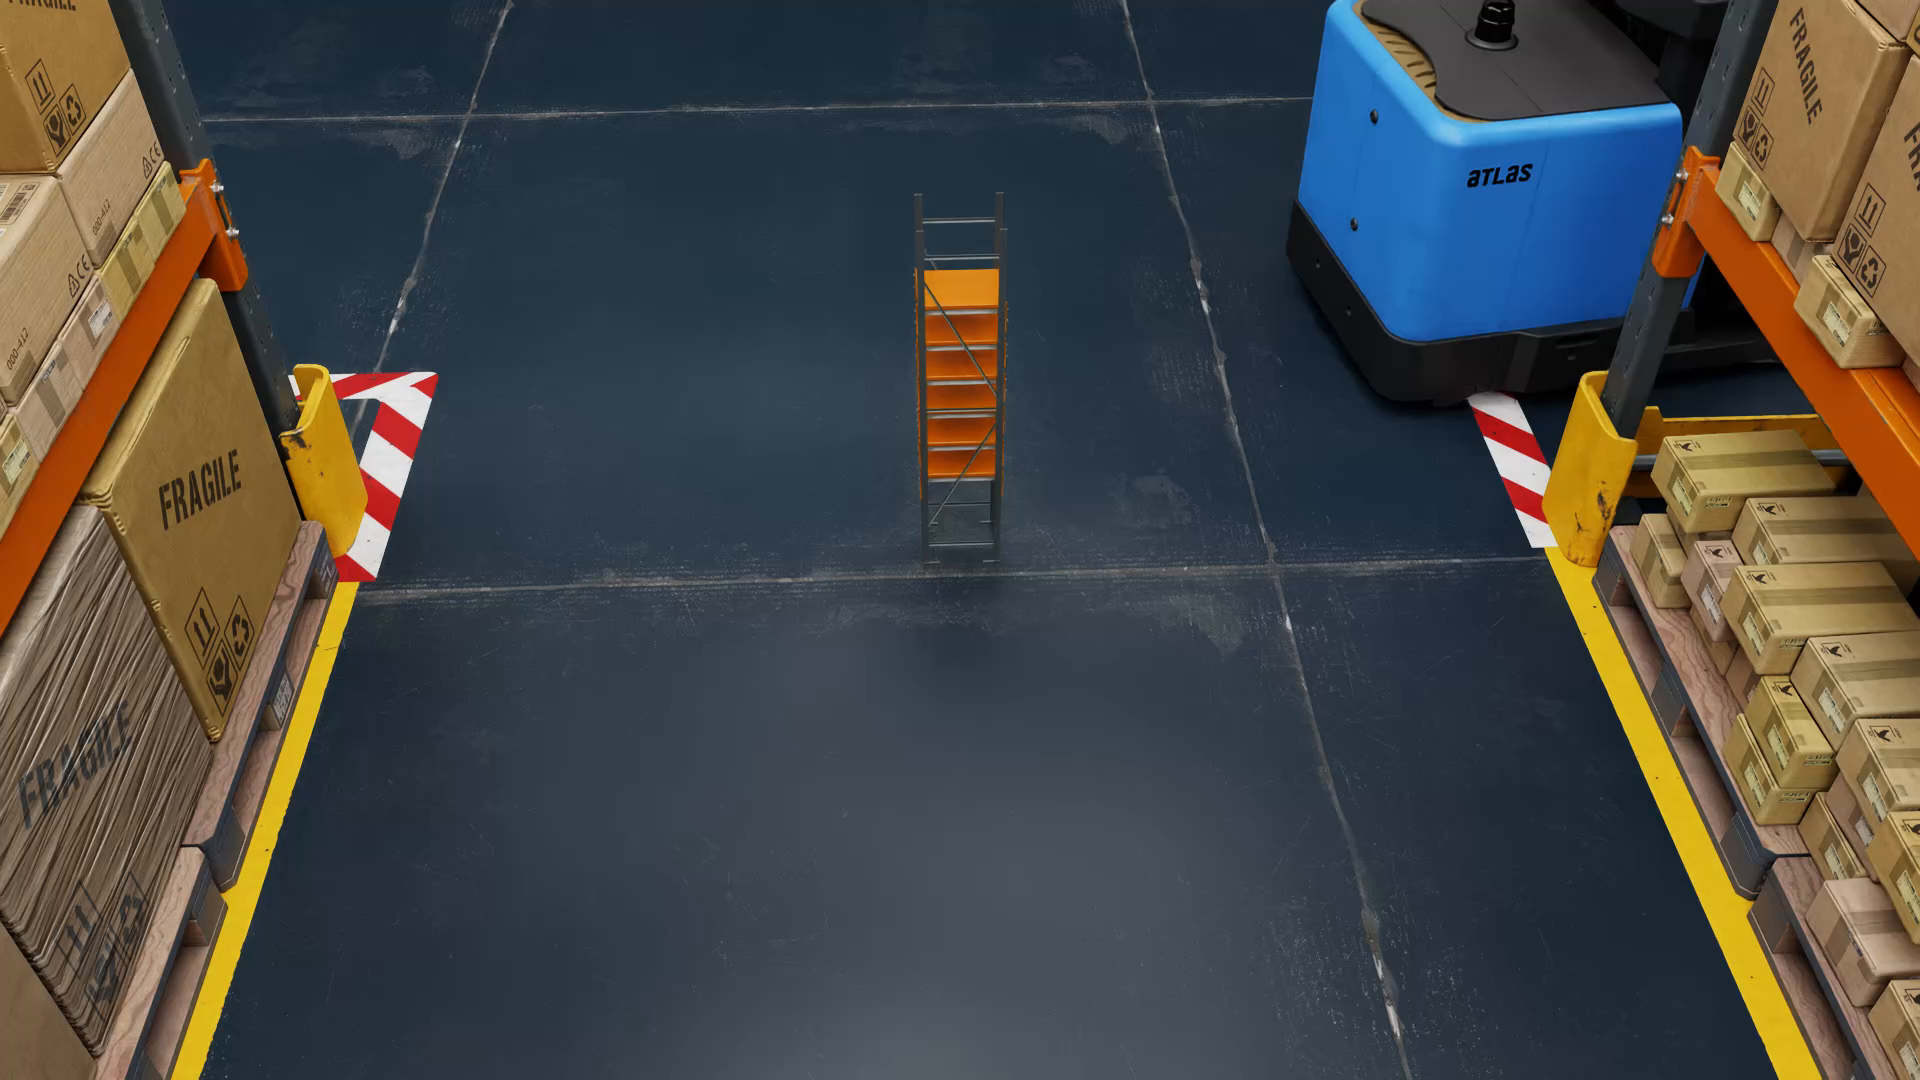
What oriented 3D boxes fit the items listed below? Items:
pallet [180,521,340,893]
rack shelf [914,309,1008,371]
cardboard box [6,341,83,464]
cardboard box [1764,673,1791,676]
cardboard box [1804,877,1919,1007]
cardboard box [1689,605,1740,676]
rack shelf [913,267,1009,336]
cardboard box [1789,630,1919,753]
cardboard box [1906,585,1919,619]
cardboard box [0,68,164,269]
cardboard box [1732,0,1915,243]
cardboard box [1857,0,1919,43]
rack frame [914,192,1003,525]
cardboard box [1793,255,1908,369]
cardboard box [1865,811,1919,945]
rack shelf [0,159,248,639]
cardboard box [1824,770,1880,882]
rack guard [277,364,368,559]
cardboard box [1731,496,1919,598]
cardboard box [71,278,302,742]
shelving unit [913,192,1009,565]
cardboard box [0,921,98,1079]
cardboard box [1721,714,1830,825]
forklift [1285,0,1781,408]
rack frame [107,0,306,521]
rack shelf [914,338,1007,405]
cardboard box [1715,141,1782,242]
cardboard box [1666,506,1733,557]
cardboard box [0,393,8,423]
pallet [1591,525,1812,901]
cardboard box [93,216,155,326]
[{"bbox_3d":[-2.386,0.437,4.617,1.003,0.211,1.213,-2,43,-2],"label":"pallet"},{"bbox_3d":[0.001,-0.577,4.702,0.258,0.103,0.180,-2,43,-2],"label":"rack shelf"},{"bbox_3d":[-2.122,-0.291,3.533,0.380,0.149,0.250,-1,43,-1],"label":"cardboard box"},{"bbox_3d":[2.282,0.294,4.288,0.380,0.149,0.250,-1,43,-1],"label":"cardboard box"},{"bbox_3d":[2.206,0.914,3.832,0.380,0.149,0.250,-4,43,-4],"label":"cardboard box"},{"bbox_3d":[2.257,0.231,4.577,0.380,0.149,0.250,-2,43,-2],"label":"cardboard box"},{"bbox_3d":[0.001,-0.665,4.621,0.258,0.103,0.180,-2,43,-2],"label":"rack shelf"},{"bbox_3d":[2.253,0.359,3.997,0.380,0.149,0.250,-4,43,-4],"label":"cardboard box"},{"bbox_3d":[2.727,0.110,4.489,0.380,0.149,0.250,-3,43,-3],"label":"cardboard box"},{"bbox_3d":[-2.212,-0.863,3.863,0.500,0.250,0.500,-2,43,-2],"label":"cardboard box"},{"bbox_3d":[2.205,-1.038,3.868,0.500,0.500,0.500,0,43,0],"label":"cardboard box"},{"bbox_3d":[2.216,-1.407,3.531,0.500,0.500,0.500,-2,43,-2],"label":"cardboard box"},{"bbox_3d":[-0.003,-0.494,4.901,0.240,1.200,0.006,-2,43,-2],"label":"rack frame"},{"bbox_3d":[2.158,-0.528,3.792,0.380,0.149,0.250,-3,43,-3],"label":"cardboard box"},{"bbox_3d":[2.220,0.726,3.597,0.380,0.149,0.250,-1,43,-1],"label":"cardboard box"},{"bbox_3d":[-2.413,0.487,3.031,1.077,0.370,4.000,-2,43,-2],"label":"rack shelf"},{"bbox_3d":[2.290,0.647,3.903,0.380,0.149,0.250,-4,43,-4],"label":"cardboard box"},{"bbox_3d":[-2.499,-0.223,5.124,1.175,0.500,0.348,-2,43,-2],"label":"rack guard"},{"bbox_3d":[2.277,0.020,4.367,0.380,0.149,0.250,-1,43,-1],"label":"cardboard box"},{"bbox_3d":[-2.391,-0.070,4.368,0.875,0.875,0.875,-2,43,-2],"label":"cardboard box"},{"bbox_3d":[0.001,-0.433,4.834,0.258,1.200,0.189,-2,43,-2],"label":"shelving unit"},{"bbox_3d":[-2.314,1.145,3.043,0.875,0.875,0.875,-2,43,-2],"label":"cardboard box"},{"bbox_3d":[2.176,0.574,4.203,0.380,0.149,0.250,-1,43,-1],"label":"cardboard box"},{"bbox_3d":[2.812,-2.040,5.306,3.031,2.935,1.130,-8,43,-9],"label":"forklift"},{"bbox_3d":[-2.498,-1.128,4.261,1.000,3.000,0.127,-2,43,-2],"label":"rack frame"},{"bbox_3d":[0.001,-0.488,4.783,0.258,0.103,0.180,-2,43,-2],"label":"rack shelf"},{"bbox_3d":[2.148,-0.882,4.178,0.380,0.149,0.250,-2,43,-2],"label":"cardboard box"},{"bbox_3d":[2.228,-0.055,4.669,0.380,0.149,0.250,0,43,0],"label":"cardboard box"},{"bbox_3d":[-2.169,-0.177,3.114,0.500,0.250,0.500,-3,43,-3],"label":"cardboard box"},{"bbox_3d":[2.464,0.426,4.629,1.003,0.211,1.213,-2,43,-2],"label":"pallet"},{"bbox_3d":[-2.141,-0.629,3.903,0.380,0.149,0.250,-1,43,-1],"label":"cardboard box"}]
